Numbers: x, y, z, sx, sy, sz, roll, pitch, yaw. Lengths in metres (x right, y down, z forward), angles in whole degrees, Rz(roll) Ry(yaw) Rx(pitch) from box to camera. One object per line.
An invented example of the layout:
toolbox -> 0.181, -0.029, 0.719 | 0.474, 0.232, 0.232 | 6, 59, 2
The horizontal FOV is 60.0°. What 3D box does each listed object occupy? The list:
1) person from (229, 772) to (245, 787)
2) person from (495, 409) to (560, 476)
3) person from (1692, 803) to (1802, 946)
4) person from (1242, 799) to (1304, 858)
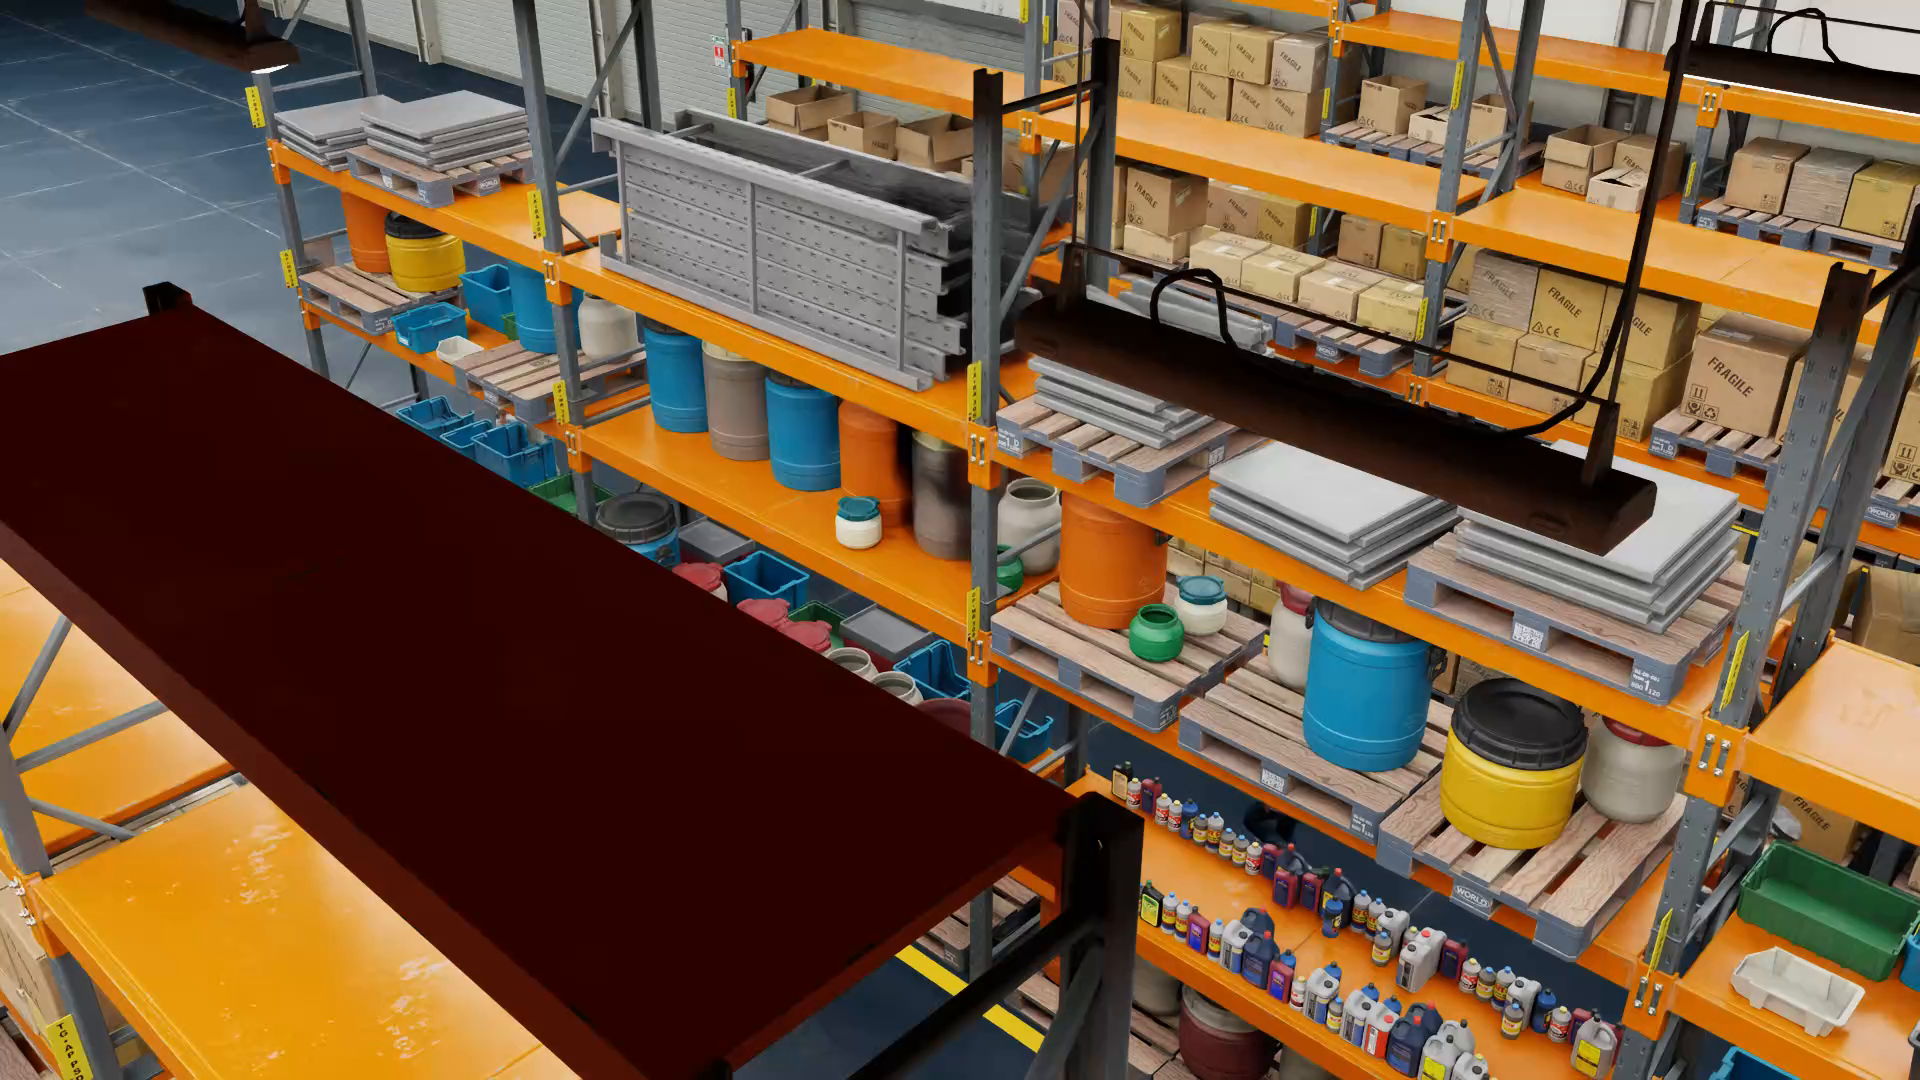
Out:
person -> -5.272, 1.657, 11.651 | 0.617, 1.731, 0.717 | -25, 38, -37
person -> -4.428, -1.271, 16.687 | 0.971, 1.797, 0.684 | 25, 38, 37
person -> 4.871, 2.305, 10.449 | 0.562, 1.651, 0.583 | 14, 32, 23
person -> 2.208, 1.774, 11.508 | 0.566, 1.555, 0.643 | -21, 35, -32
